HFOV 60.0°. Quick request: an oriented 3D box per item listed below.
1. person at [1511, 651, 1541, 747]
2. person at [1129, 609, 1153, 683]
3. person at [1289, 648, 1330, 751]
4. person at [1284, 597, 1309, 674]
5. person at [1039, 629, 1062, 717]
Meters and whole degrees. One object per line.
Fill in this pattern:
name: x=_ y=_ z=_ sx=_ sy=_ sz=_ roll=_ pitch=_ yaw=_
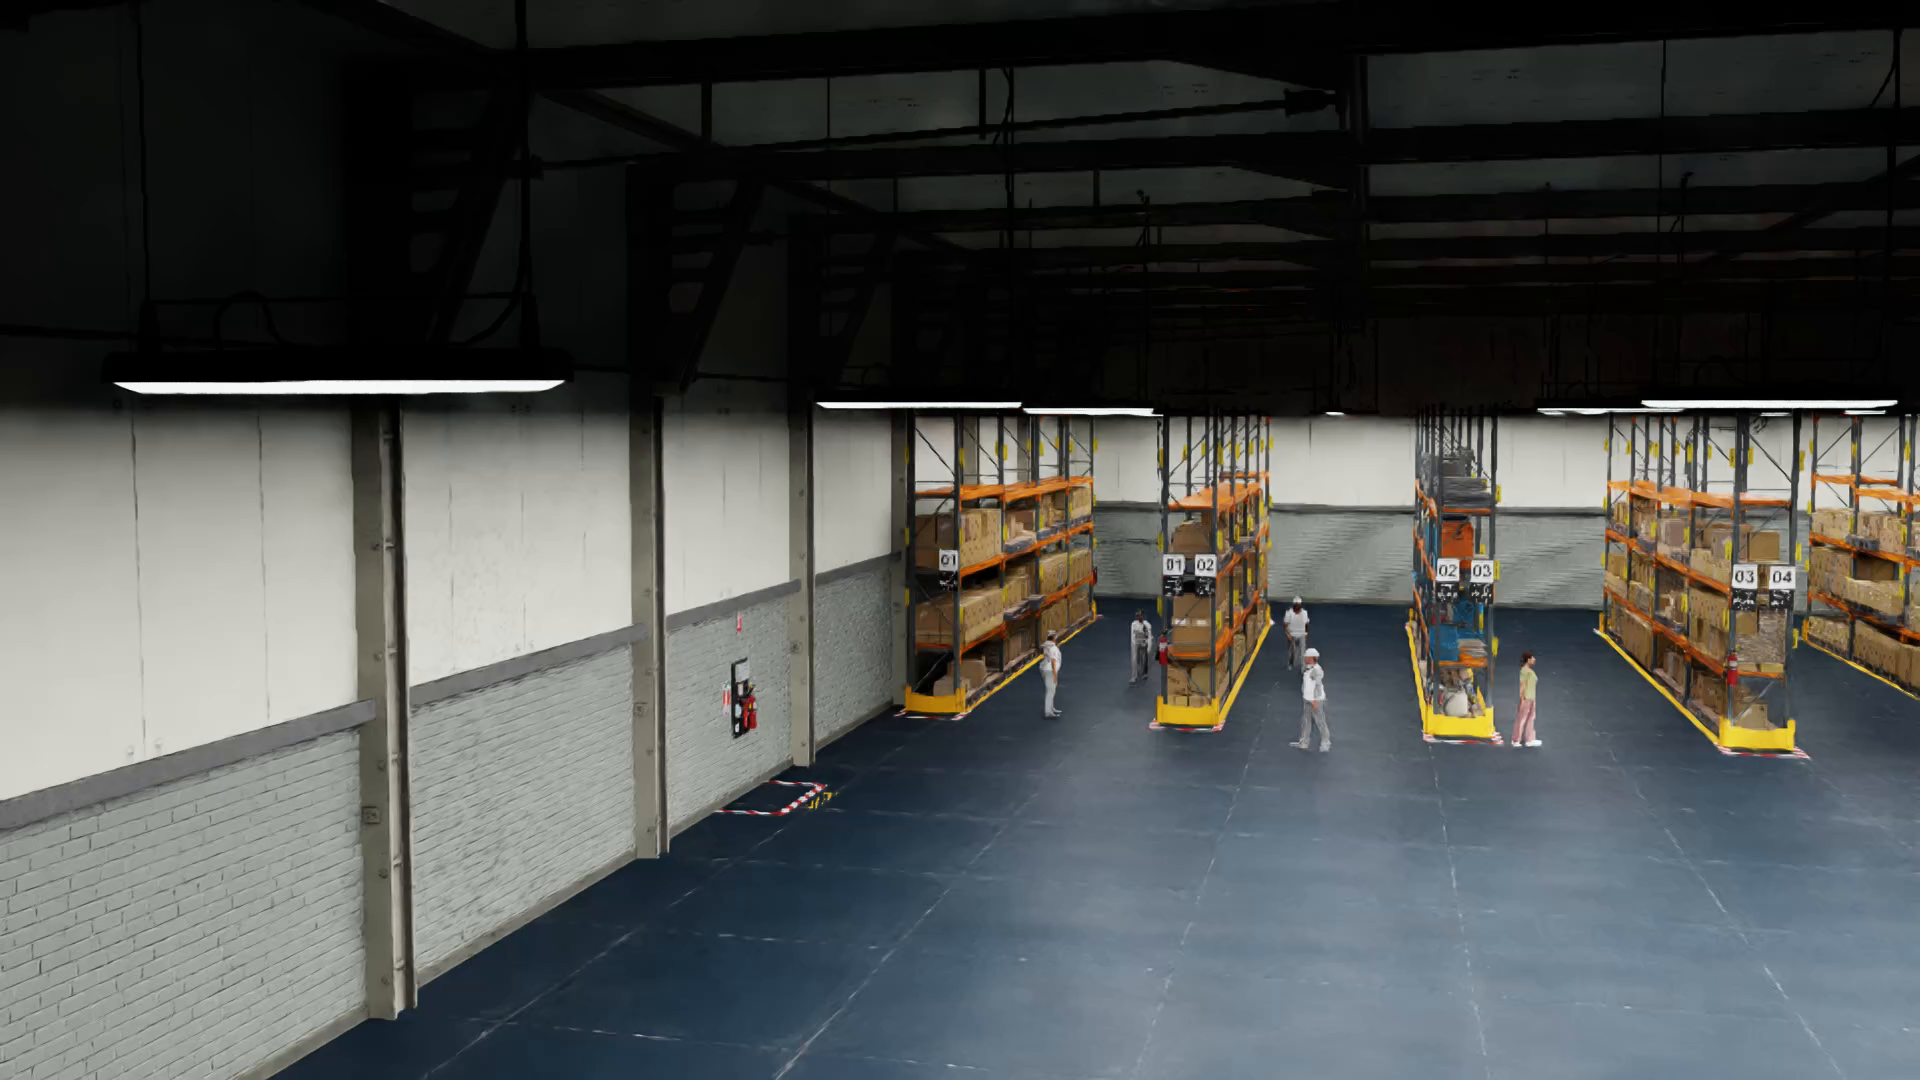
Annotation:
person: x=9.885 y=2.772 z=29.022 sx=0.457 sy=1.672 sz=0.605 roll=2 pitch=5 yaw=26
person: x=3.942 y=2.277 z=36.173 sx=0.488 sy=1.587 sz=1.089 roll=1 pitch=4 yaw=12
person: x=6.076 y=2.747 z=28.768 sx=0.624 sy=1.774 sz=0.644 roll=0 pitch=4 yaw=-6
person: x=7.583 y=2.132 z=37.493 sx=0.571 sy=1.706 sz=1.033 roll=0 pitch=4 yaw=6
person: x=1.769 y=2.552 z=32.042 sx=0.450 sy=1.663 sz=0.528 roll=-1 pitch=4 yaw=-15
